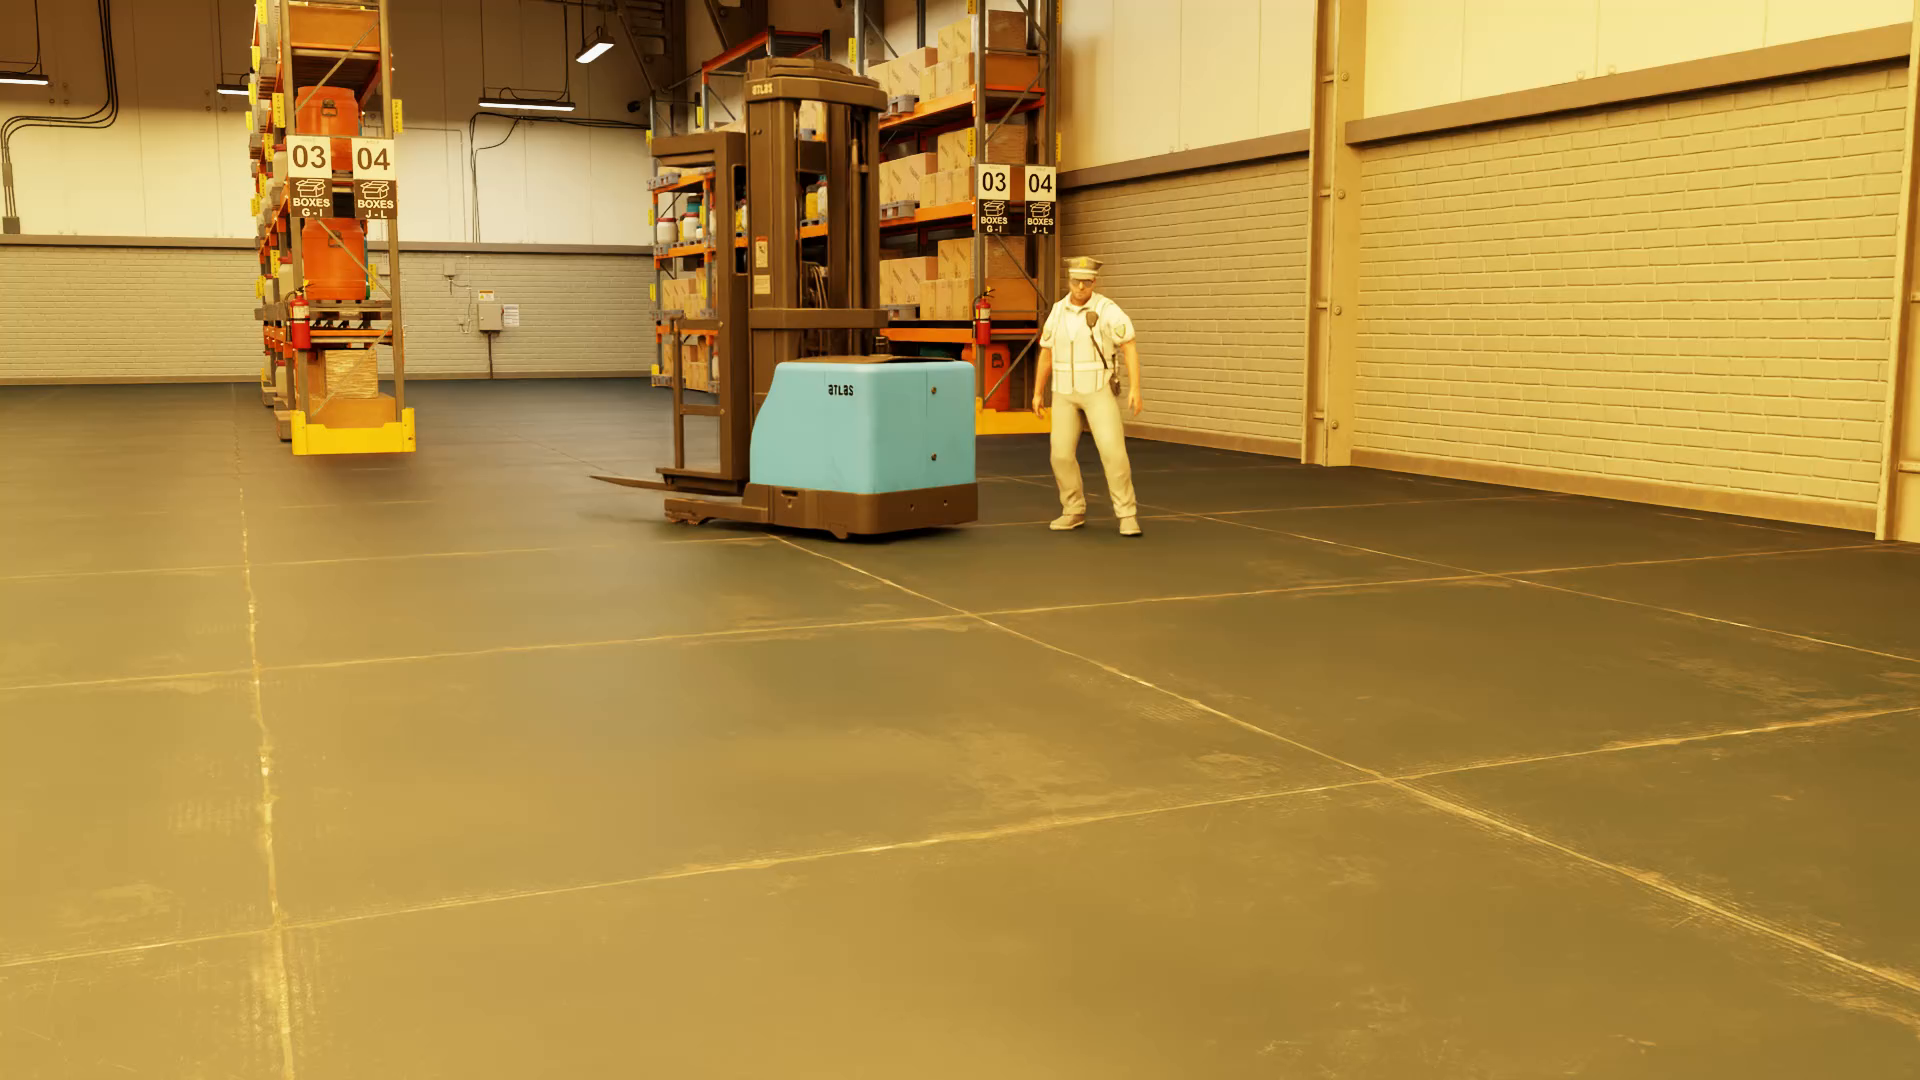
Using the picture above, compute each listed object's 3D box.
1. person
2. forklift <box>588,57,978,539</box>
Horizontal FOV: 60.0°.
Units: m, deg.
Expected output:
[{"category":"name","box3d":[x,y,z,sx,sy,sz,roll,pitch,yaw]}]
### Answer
[{"category":"person","box3d":[0.809,-0.919,10.547,0.818,1.724,0.409,4,8,26]},{"category":"forklift","box3d":[-1.321,-1.592,11.017,3.031,2.935,1.130,7,10,41]}]
